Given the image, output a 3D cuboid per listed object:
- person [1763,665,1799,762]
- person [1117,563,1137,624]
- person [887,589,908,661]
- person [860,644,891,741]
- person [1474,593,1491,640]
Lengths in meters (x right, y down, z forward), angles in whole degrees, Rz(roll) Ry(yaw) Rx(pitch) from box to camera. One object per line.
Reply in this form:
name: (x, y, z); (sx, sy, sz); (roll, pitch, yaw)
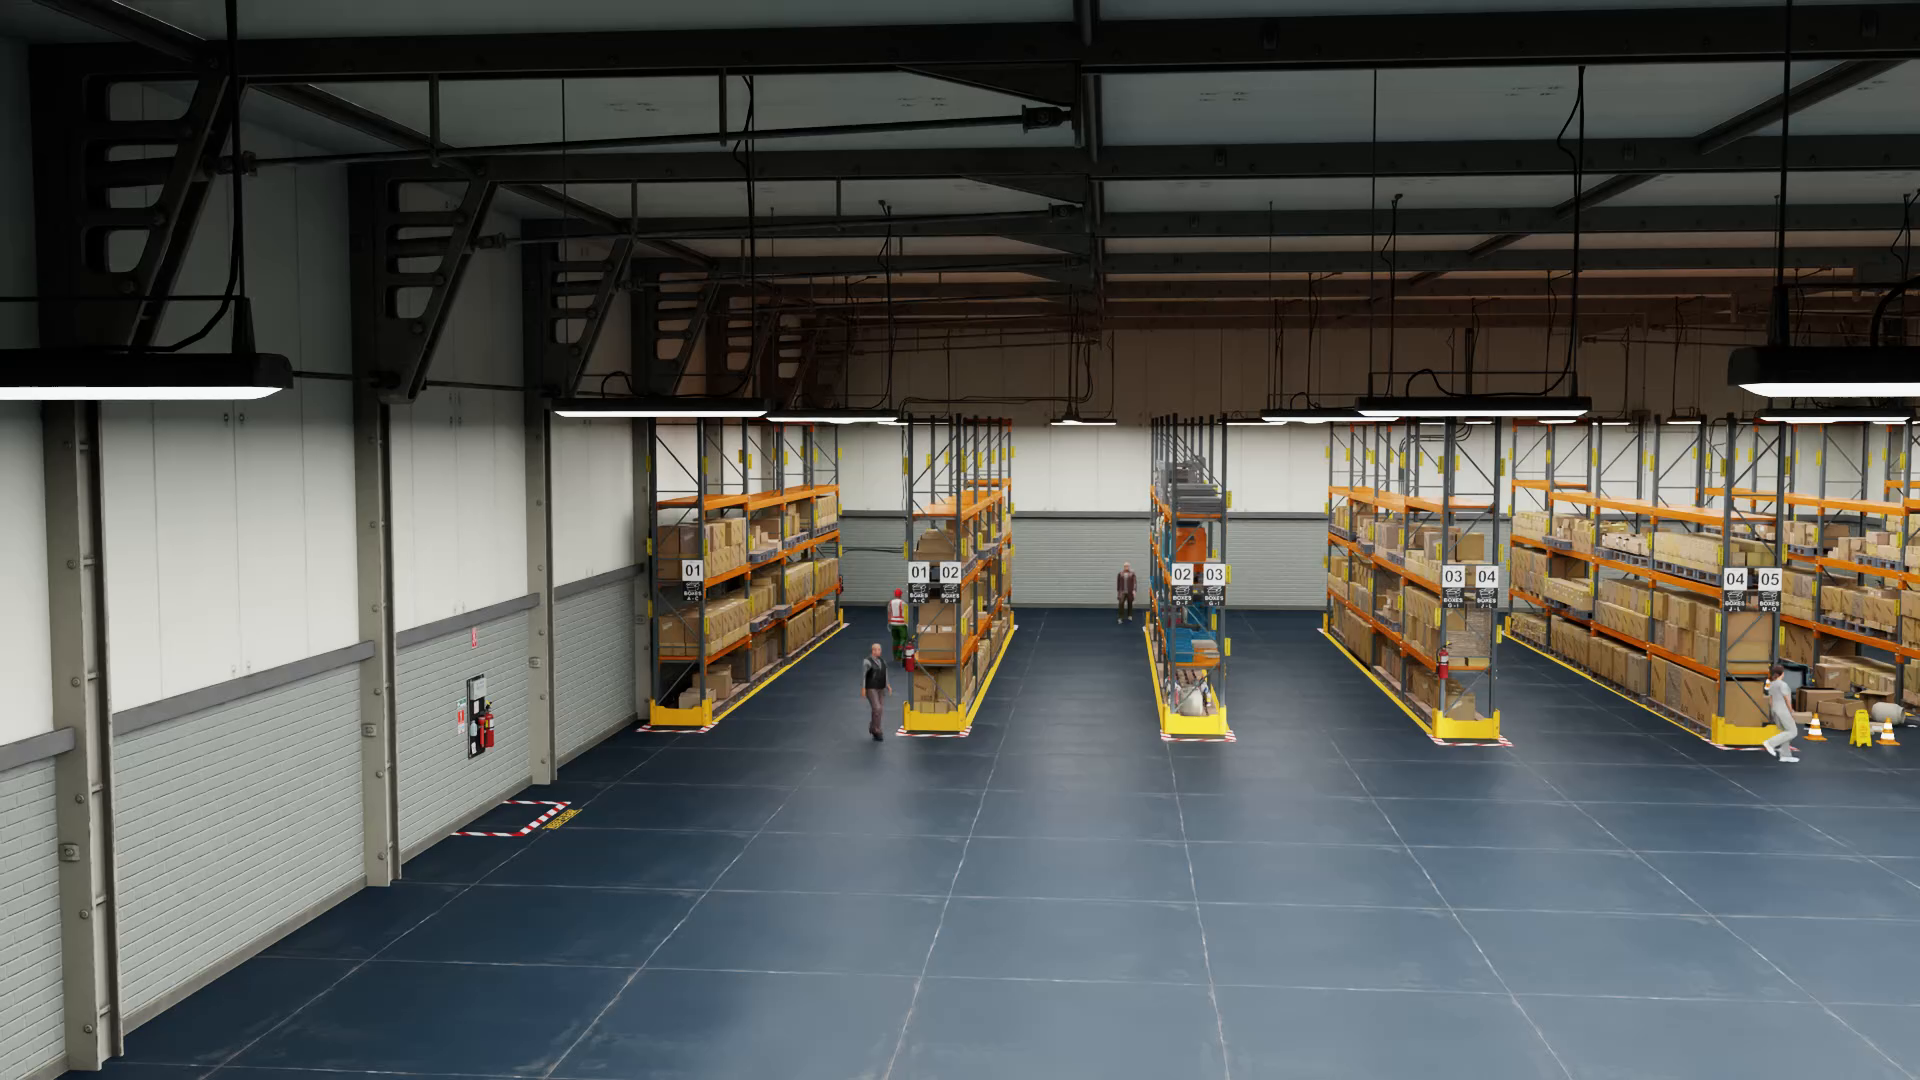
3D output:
person: (14.041, 2.971, 28.447); (0.642, 1.662, 0.506); (0, 4, -1)
person: (4.899, 1.546, 48.943); (0.630, 1.760, 1.038); (1, 4, 15)
person: (-1.526, 2.090, 40.824); (0.592, 1.788, 0.520); (2, 4, 30)
person: (-1.498, 2.797, 30.768); (0.606, 1.737, 0.550); (3, 5, 42)
person: (13.807, 1.959, 44.389); (0.927, 1.559, 0.407); (3, 5, 41)
